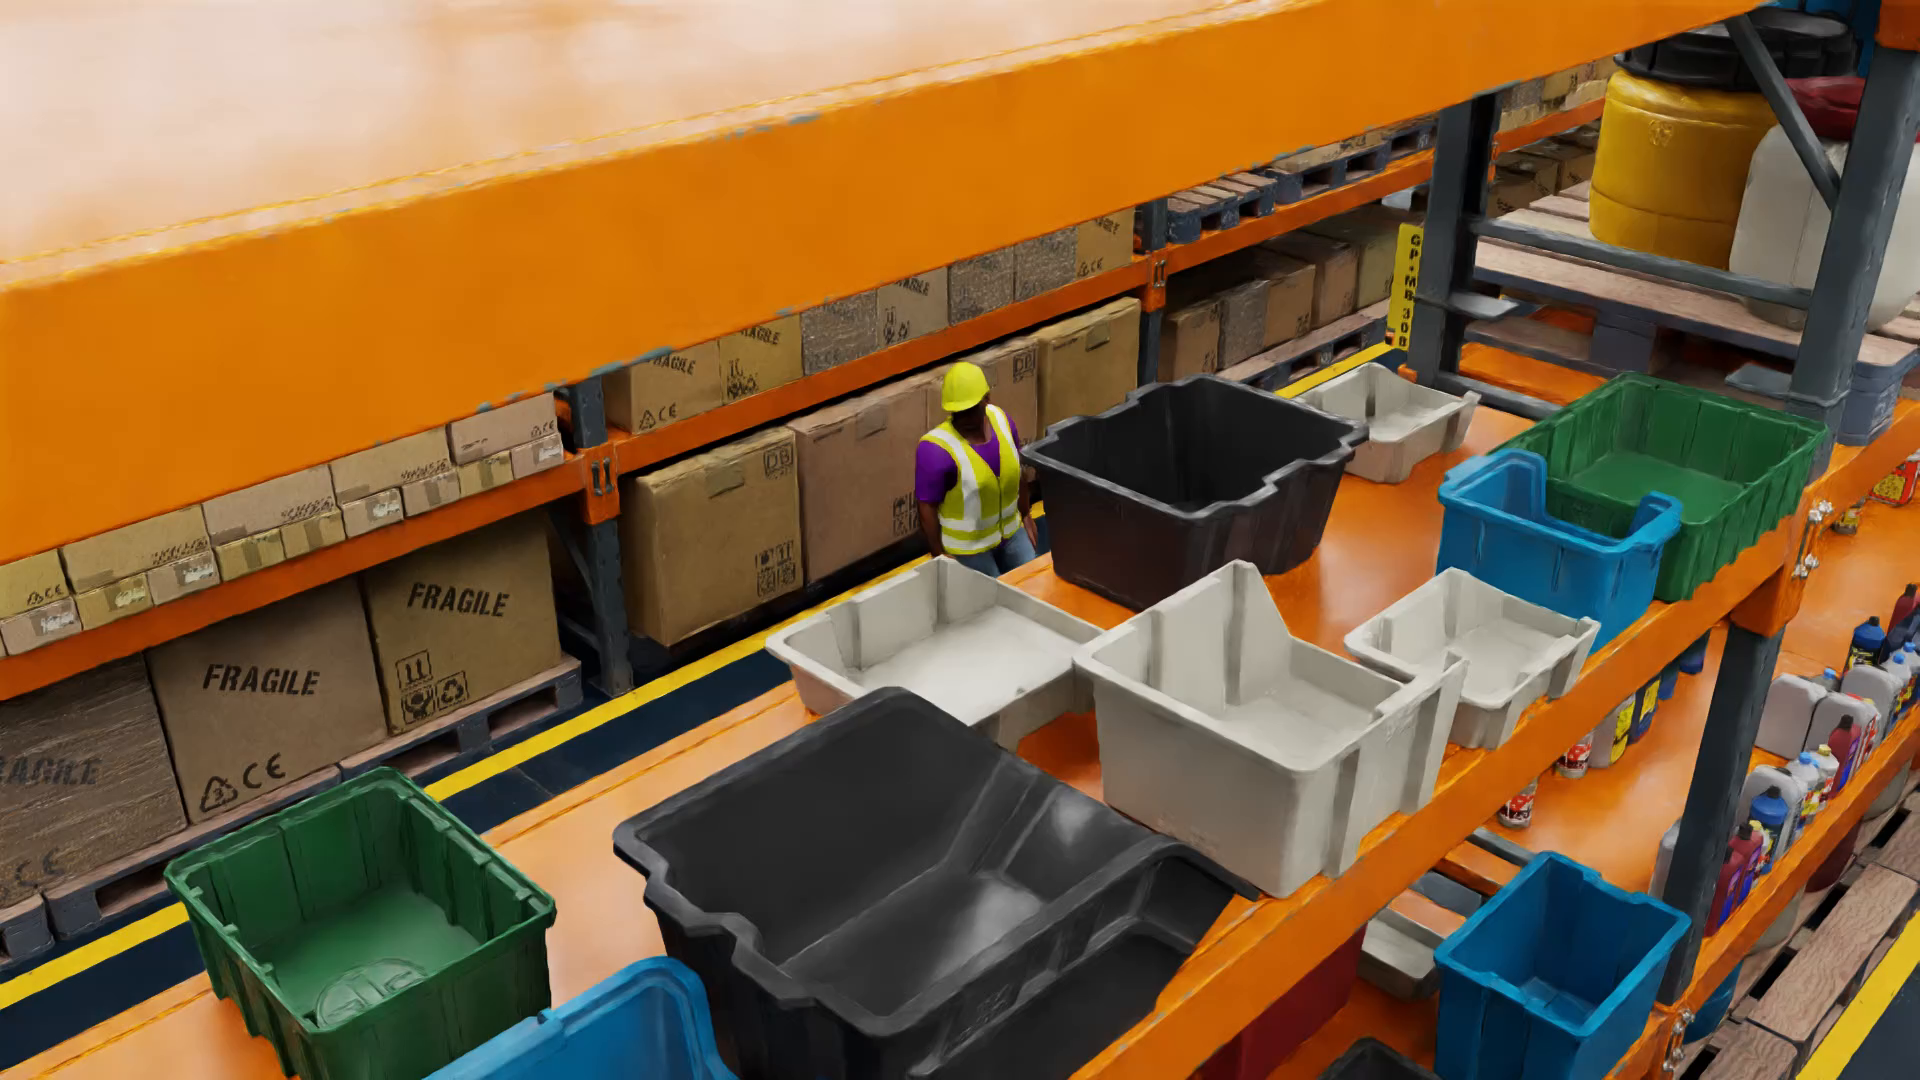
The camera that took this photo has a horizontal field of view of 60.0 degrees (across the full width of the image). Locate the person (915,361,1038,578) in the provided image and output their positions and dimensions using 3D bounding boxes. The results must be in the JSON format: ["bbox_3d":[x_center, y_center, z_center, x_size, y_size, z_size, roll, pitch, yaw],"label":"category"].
[{"bbox_3d":[0.145,-0.011,7.631,0.432,1.753,0.701,22,35,36],"label":"person"}]
